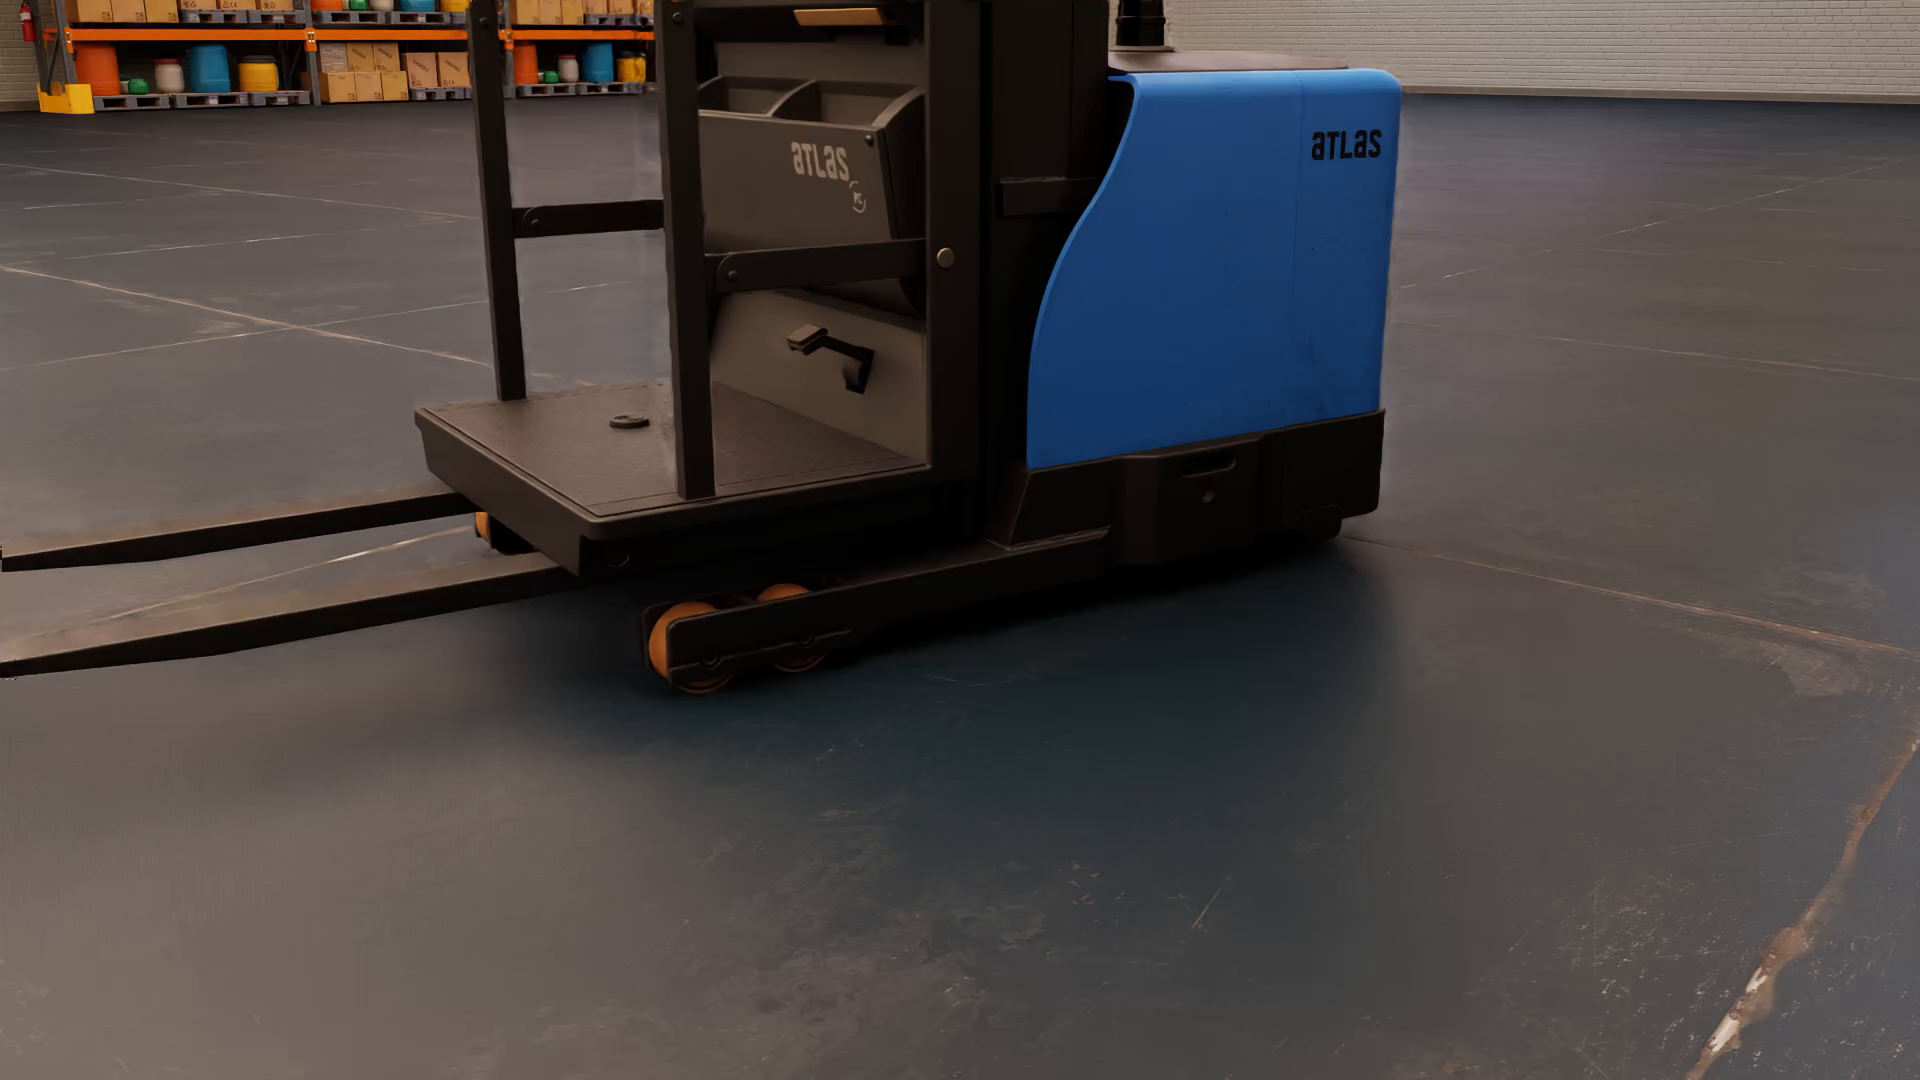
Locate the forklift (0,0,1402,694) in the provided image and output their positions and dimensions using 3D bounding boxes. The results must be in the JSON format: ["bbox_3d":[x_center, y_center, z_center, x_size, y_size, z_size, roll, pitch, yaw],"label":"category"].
[{"bbox_3d":[-0.518,-1.297,3.169,3.031,2.935,1.130,-11,20,-32],"label":"forklift"}]
